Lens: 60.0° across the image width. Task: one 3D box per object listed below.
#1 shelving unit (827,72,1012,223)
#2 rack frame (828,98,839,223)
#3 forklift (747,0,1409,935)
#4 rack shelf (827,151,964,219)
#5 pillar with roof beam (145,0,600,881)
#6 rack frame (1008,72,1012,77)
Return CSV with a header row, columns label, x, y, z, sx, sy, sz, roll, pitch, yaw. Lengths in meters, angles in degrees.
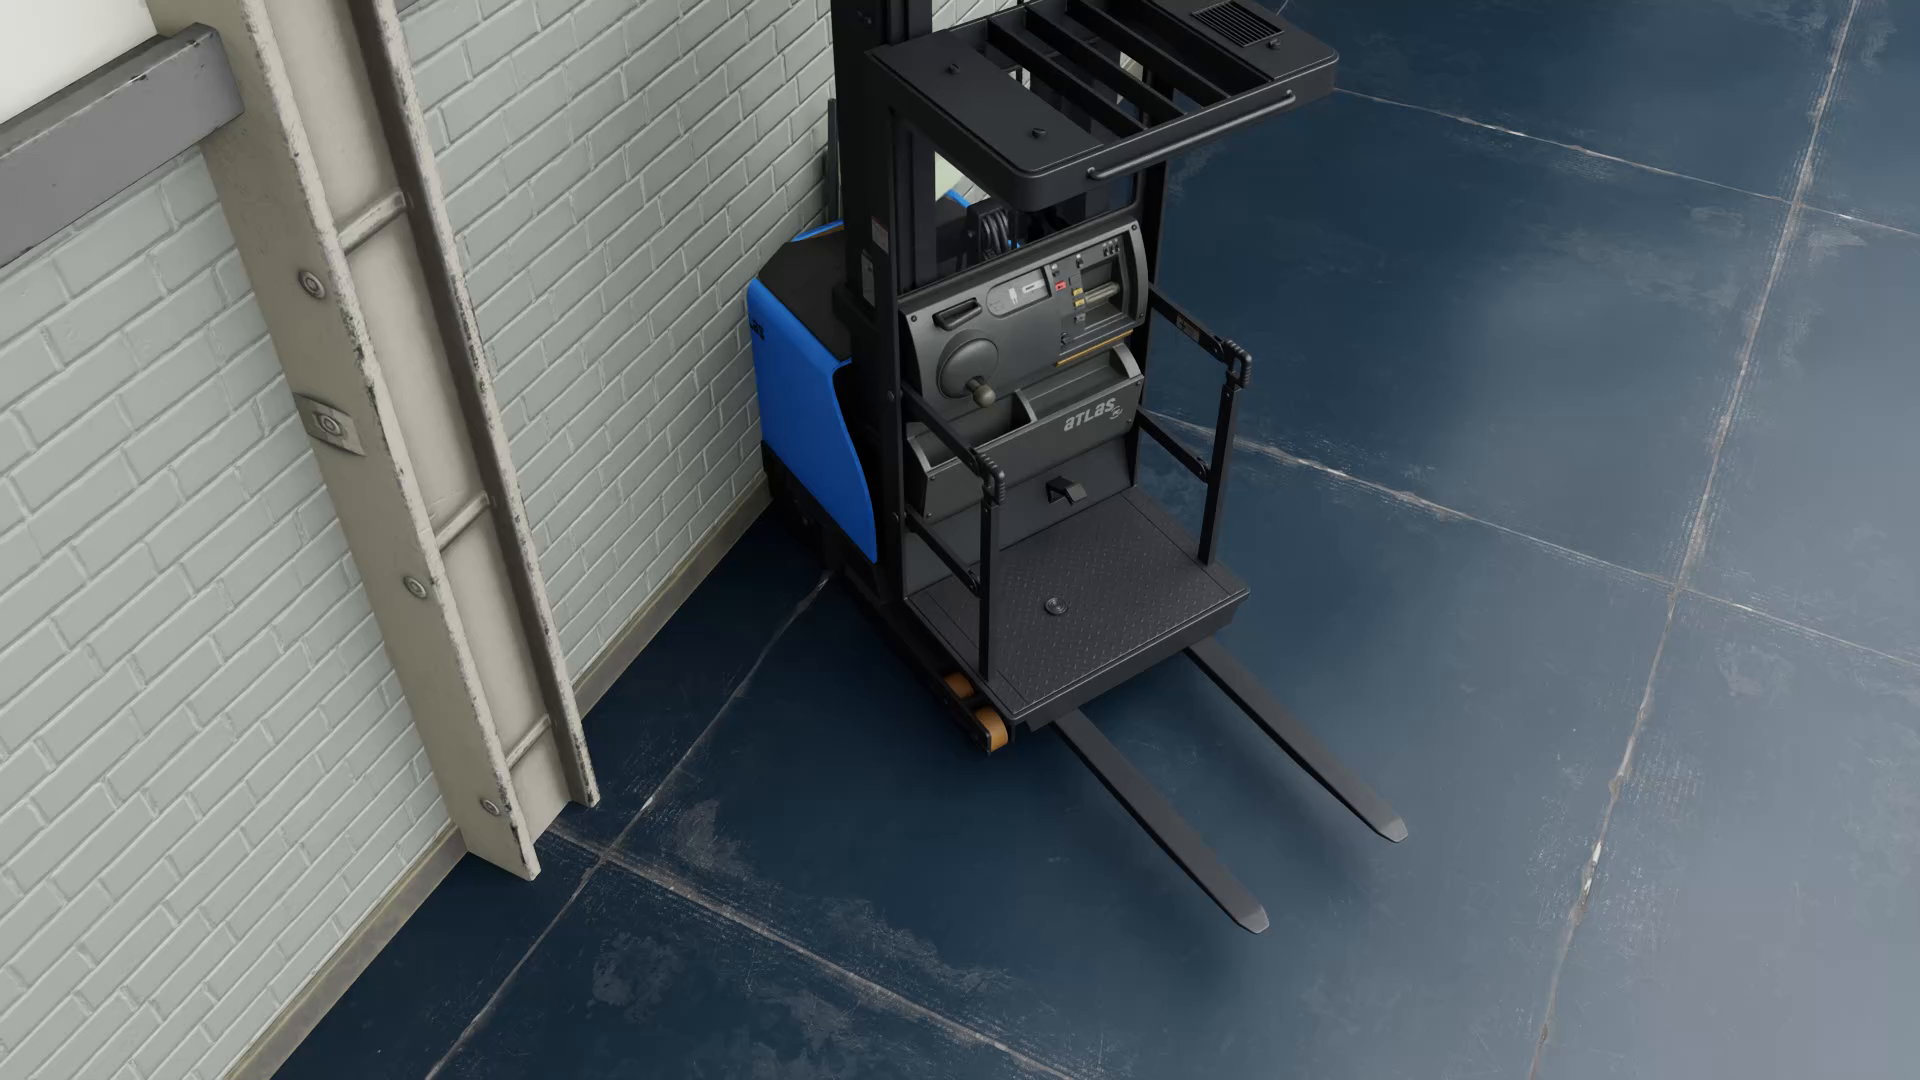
label,x,y,z,sx,sy,sz,roll,pitch,yaw
shelving unit,-0.174,-1.204,6.840,0.431,1.500,0.755,21,43,19
rack frame,-0.344,-1.000,6.588,0.400,1.500,0.023,21,43,19
forklift,0.354,-0.660,5.341,1.130,2.935,3.031,-26,51,-23
rack shelf,-0.156,-1.501,6.588,0.431,0.370,0.720,21,43,19
pillar with roof beam,2.323,-0.764,1.178,9.100,9.000,0.400,20,49,19
rack frame,-0.005,-1.408,7.093,0.400,1.500,0.023,21,43,19
